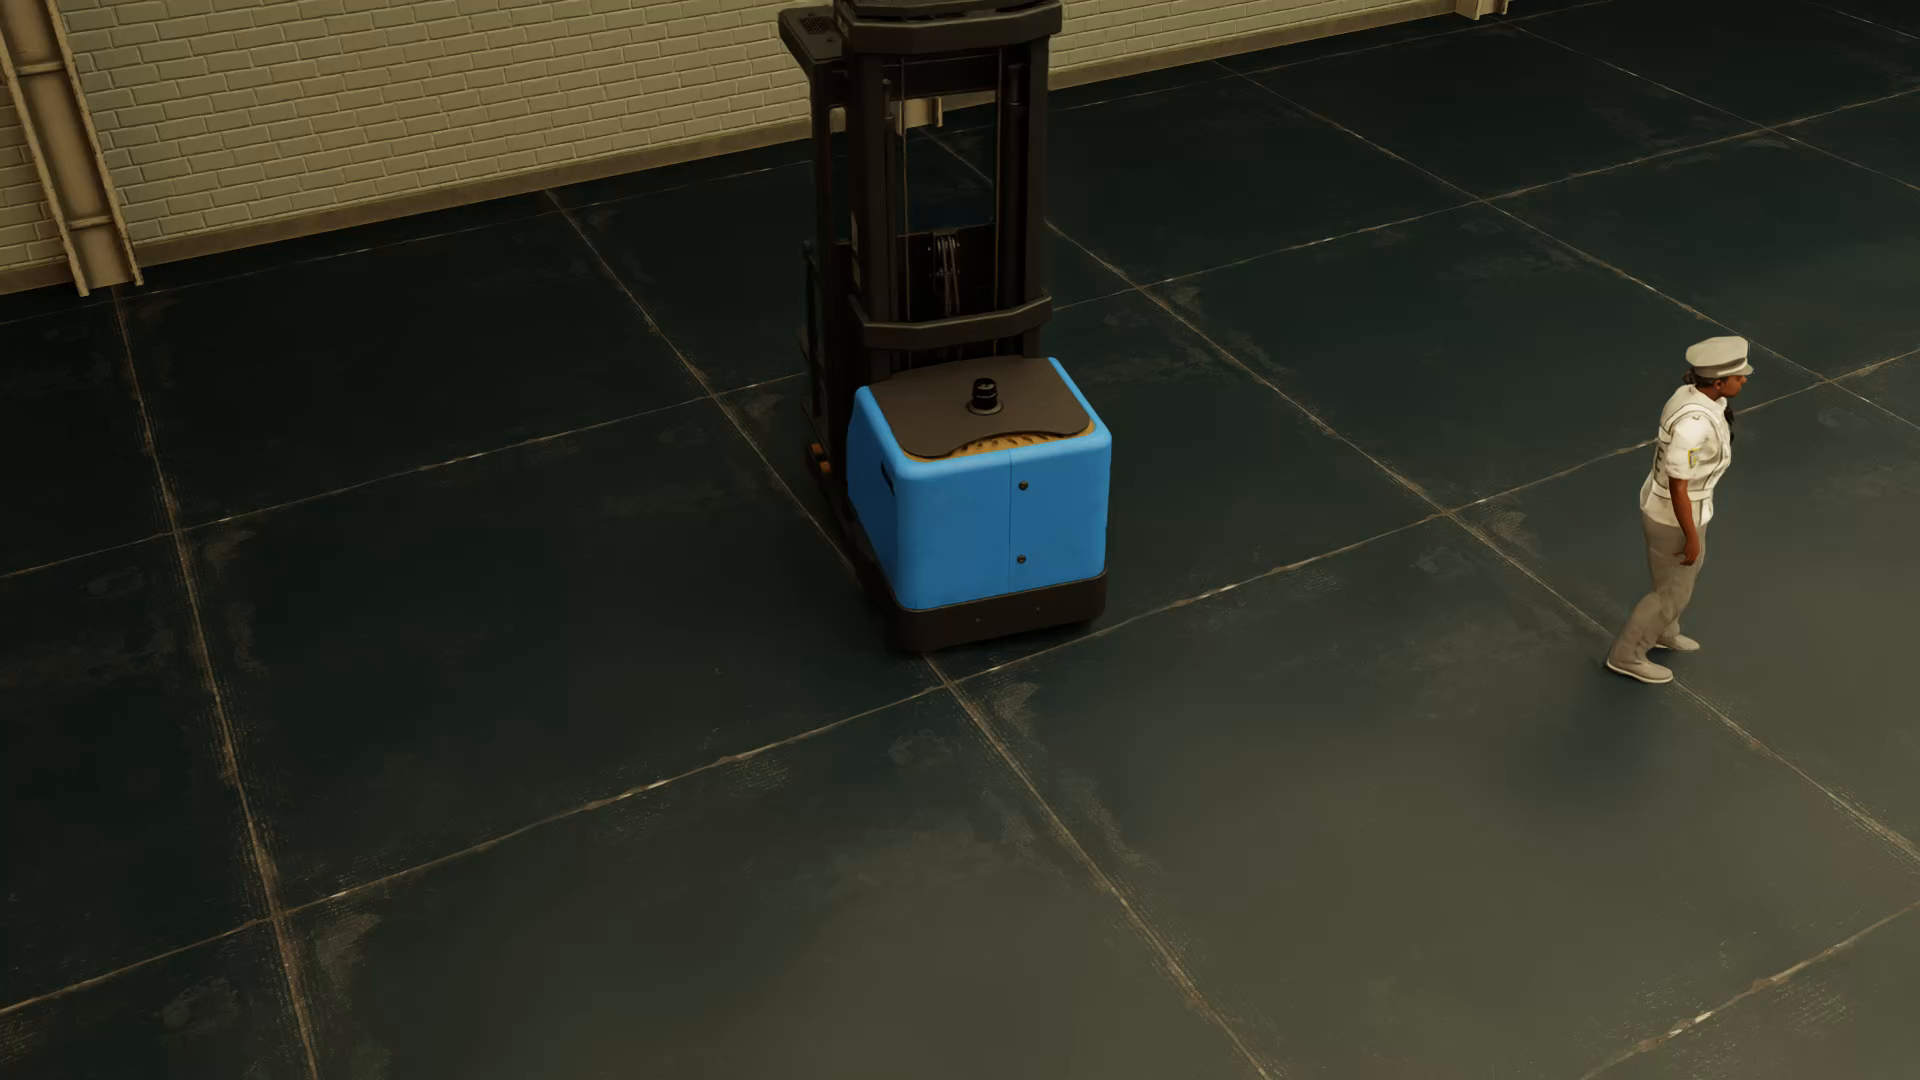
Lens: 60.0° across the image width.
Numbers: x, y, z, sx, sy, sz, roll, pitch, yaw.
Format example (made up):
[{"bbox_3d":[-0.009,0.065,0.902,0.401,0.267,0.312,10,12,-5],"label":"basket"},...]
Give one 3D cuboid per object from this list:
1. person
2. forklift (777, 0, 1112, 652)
[{"bbox_3d":[3.251,-0.107,7.390,0.470,1.716,0.530,13,37,17],"label":"person"},{"bbox_3d":[-0.222,-1.521,8.274,1.130,2.935,3.031,-10,37,-14],"label":"forklift"}]
